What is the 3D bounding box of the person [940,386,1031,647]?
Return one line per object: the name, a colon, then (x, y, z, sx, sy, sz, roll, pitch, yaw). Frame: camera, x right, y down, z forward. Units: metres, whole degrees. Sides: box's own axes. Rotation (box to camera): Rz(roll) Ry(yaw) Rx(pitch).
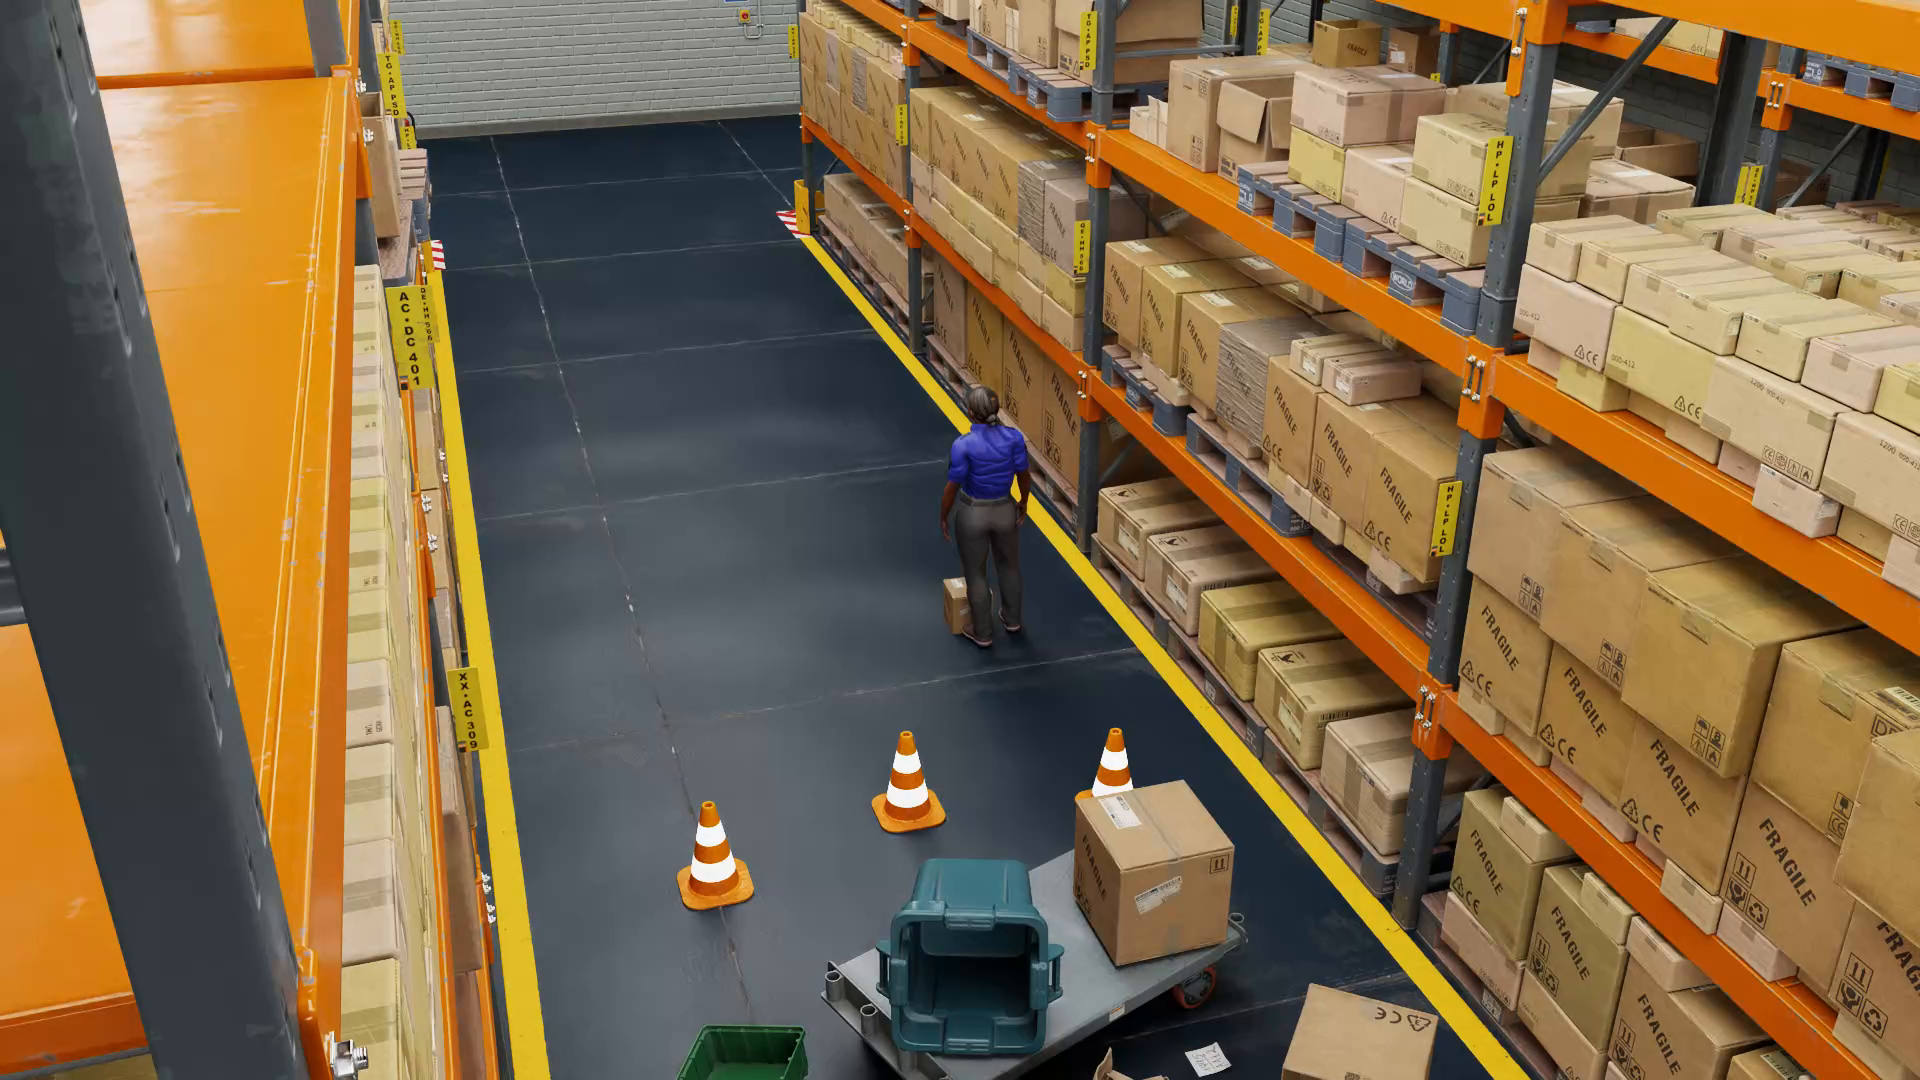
person: (0.139, -0.165, 9.667, 0.570, 1.657, 0.502, -8, 28, -16)
